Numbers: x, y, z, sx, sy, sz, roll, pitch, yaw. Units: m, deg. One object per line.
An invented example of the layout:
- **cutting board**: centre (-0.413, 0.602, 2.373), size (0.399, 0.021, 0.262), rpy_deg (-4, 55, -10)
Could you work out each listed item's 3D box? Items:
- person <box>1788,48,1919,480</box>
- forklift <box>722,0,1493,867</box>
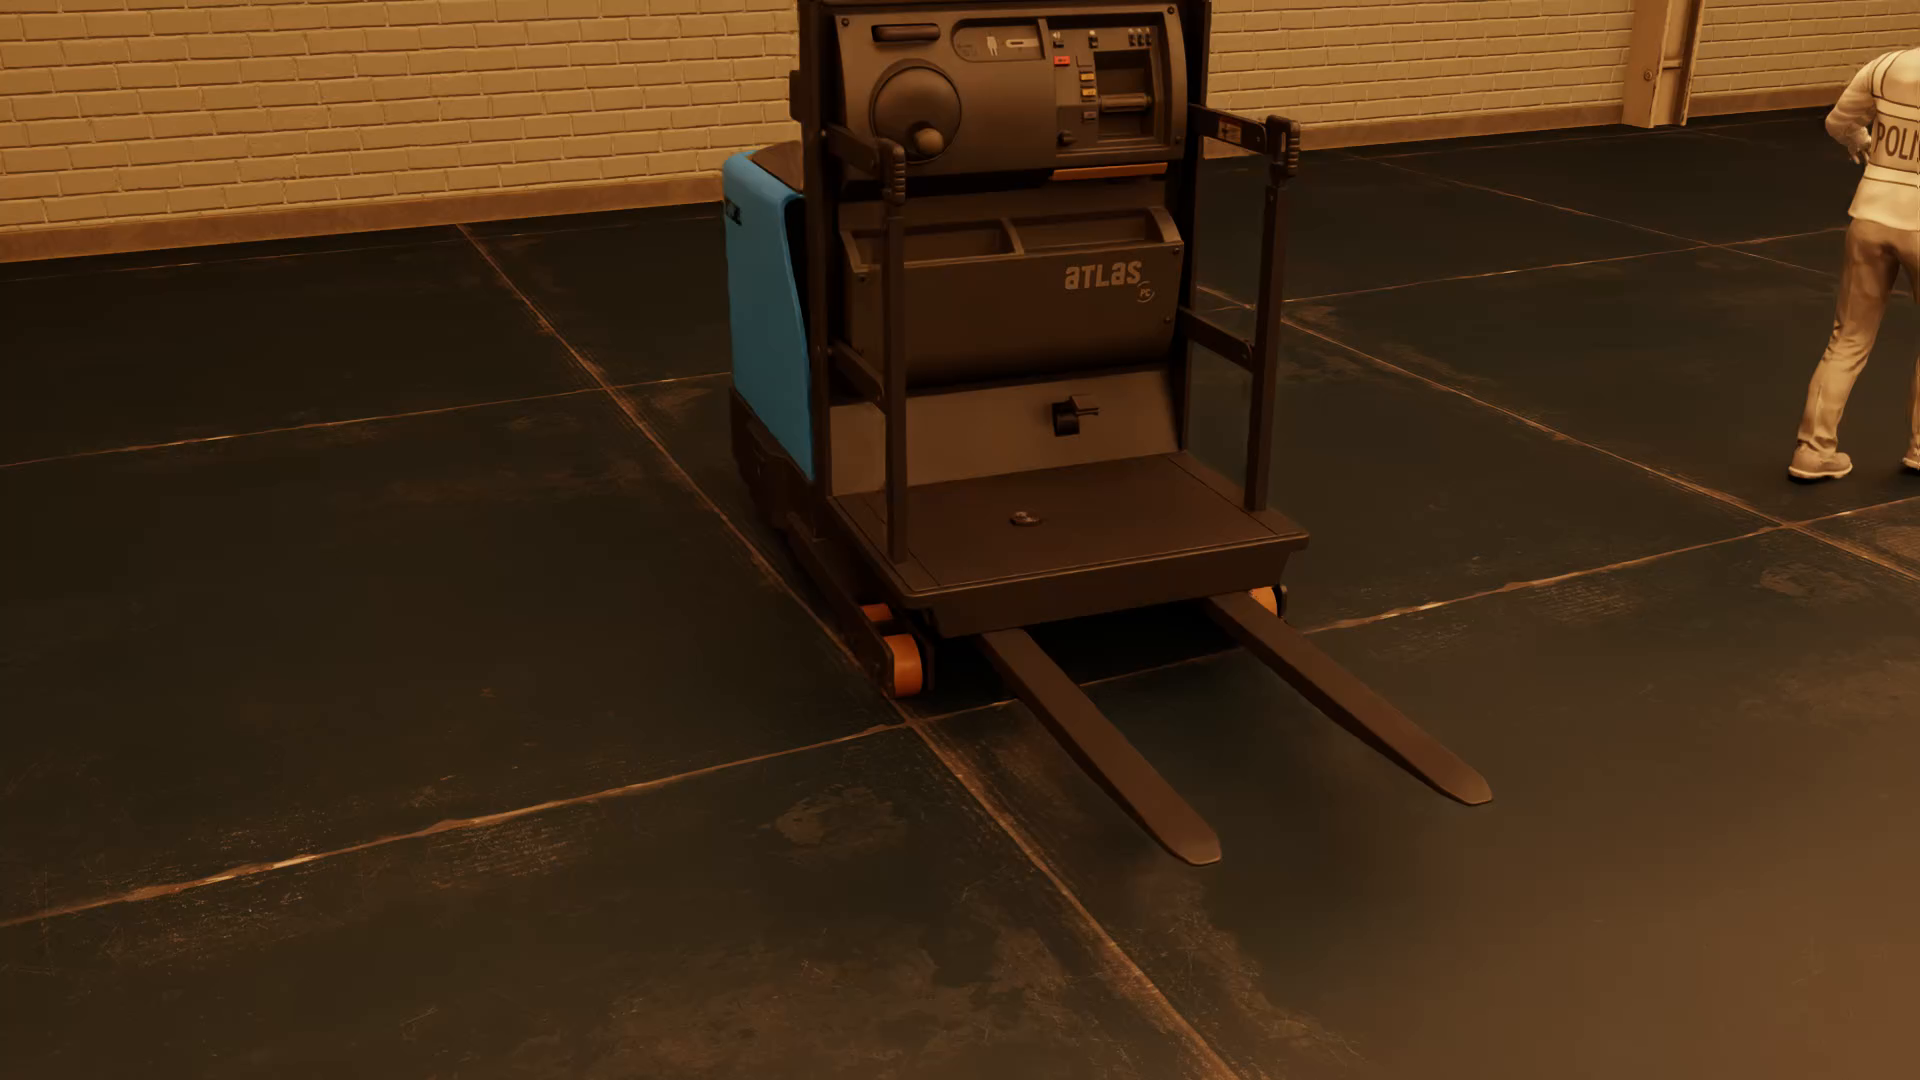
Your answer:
- **person**: centre (3.134, -0.971, 5.350), size (0.684, 1.664, 0.913), rpy_deg (-14, 26, -31)
- **forklift**: centre (0.218, -1.135, 4.017), size (1.130, 2.935, 3.031), rpy_deg (-8, 24, -19)
